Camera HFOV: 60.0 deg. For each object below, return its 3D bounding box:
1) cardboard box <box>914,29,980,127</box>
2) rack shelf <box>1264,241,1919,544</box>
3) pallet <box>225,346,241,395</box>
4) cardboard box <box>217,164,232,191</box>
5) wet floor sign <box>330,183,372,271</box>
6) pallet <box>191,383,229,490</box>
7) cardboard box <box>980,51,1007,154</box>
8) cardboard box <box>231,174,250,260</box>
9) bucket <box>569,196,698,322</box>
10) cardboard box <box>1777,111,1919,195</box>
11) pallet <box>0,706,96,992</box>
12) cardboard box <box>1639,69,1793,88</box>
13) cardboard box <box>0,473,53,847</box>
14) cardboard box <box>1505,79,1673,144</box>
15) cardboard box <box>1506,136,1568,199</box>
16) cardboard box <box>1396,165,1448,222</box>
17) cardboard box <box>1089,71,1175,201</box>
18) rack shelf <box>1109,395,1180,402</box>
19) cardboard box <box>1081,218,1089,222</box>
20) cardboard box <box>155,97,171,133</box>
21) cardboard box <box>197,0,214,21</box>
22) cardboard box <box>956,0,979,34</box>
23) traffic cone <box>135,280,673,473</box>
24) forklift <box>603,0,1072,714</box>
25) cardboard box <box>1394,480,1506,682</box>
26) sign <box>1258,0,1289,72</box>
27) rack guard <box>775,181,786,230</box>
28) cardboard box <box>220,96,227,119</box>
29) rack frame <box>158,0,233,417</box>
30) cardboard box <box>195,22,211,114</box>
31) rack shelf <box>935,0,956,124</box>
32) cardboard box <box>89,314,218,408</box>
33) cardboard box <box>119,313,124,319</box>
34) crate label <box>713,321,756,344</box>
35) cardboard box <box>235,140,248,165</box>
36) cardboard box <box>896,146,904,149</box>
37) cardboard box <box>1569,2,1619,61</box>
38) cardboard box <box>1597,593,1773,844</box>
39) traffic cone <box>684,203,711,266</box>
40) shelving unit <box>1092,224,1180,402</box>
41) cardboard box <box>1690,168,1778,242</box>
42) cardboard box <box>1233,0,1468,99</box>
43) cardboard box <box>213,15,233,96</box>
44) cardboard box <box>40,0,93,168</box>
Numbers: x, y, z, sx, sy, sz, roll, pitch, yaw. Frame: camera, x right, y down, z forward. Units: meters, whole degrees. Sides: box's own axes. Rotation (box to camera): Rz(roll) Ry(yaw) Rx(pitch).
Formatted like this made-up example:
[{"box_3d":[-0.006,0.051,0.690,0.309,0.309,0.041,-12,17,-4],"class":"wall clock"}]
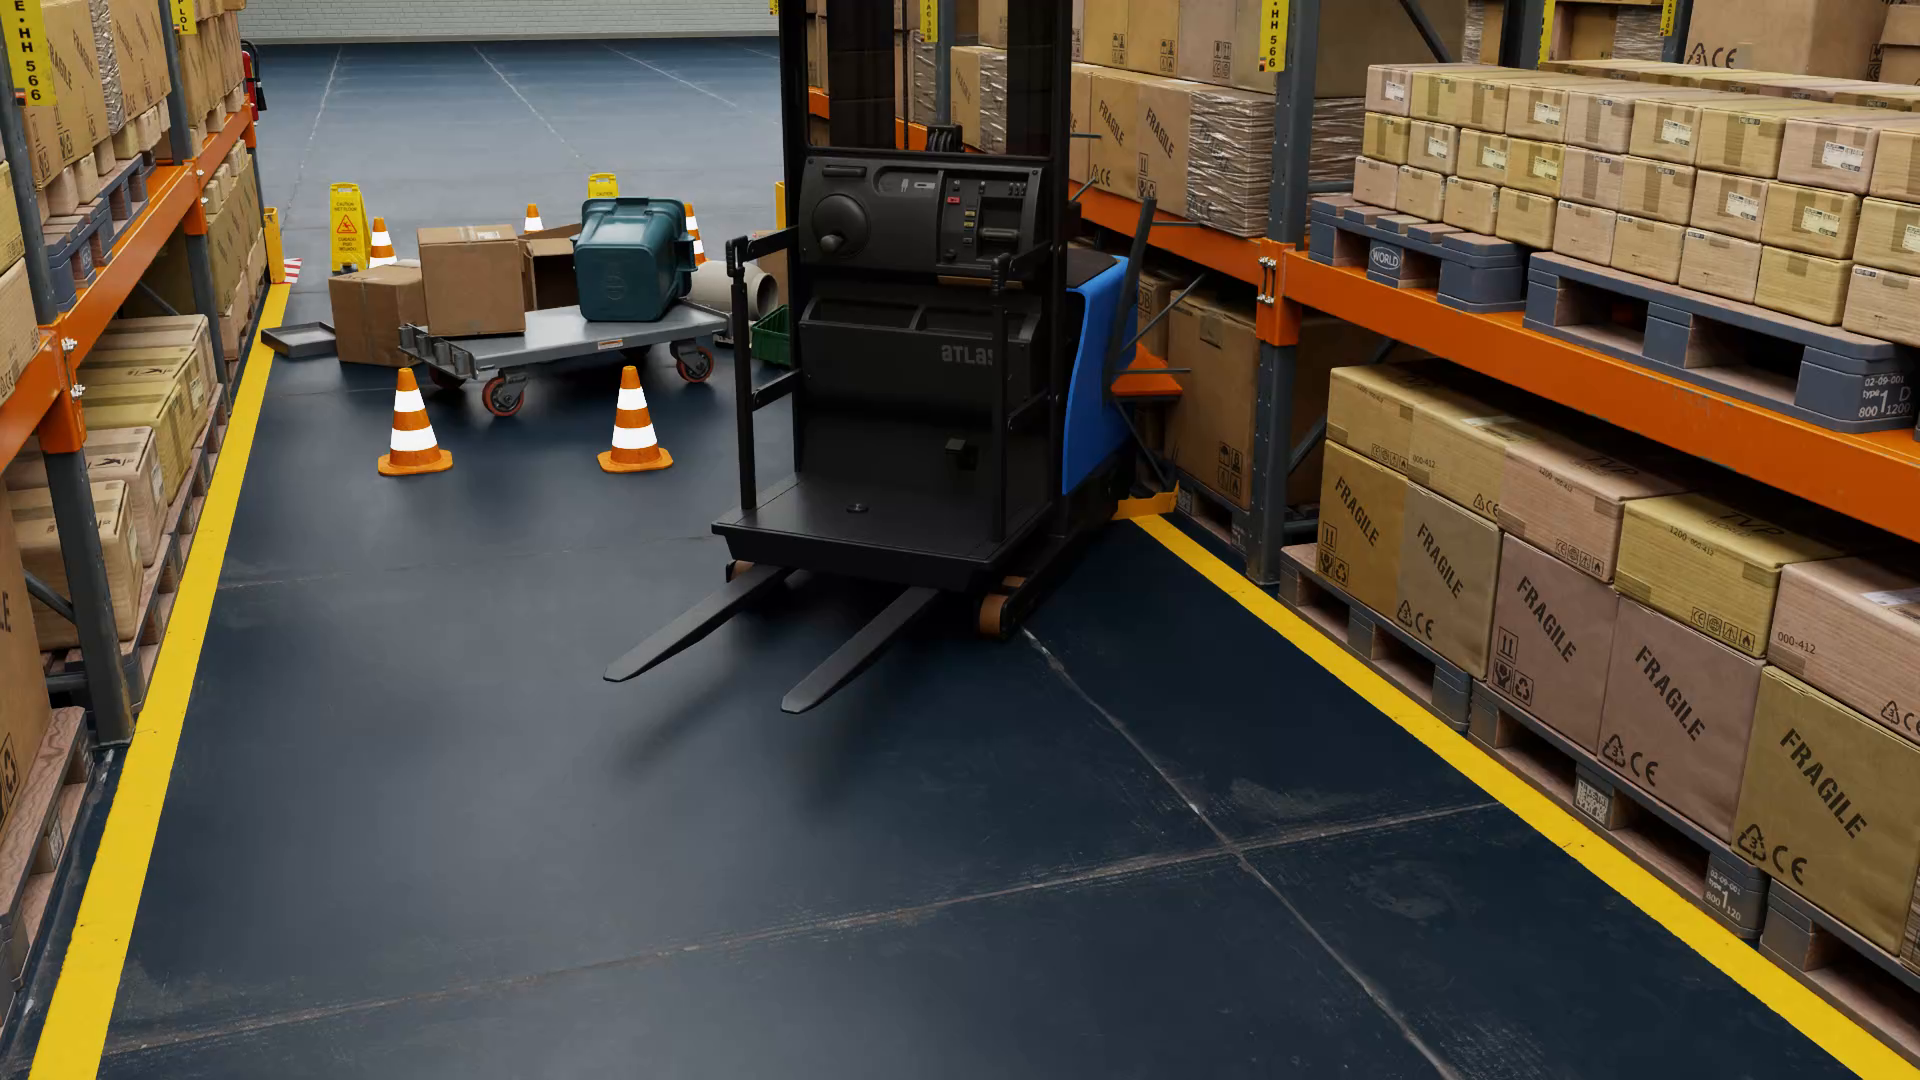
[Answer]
[{"box_3d":[0.225,-2.770,9.970,0.875,0.550,0.550,-6,21,-17],"class":"cardboard box"},{"box_3d":[2.238,-0.318,4.430,1.077,0.370,4.000,-6,21,-17],"class":"rack shelf"},{"box_3d":[-4.560,-0.924,9.175,1.003,0.211,1.213,-6,21,-17],"class":"pallet"},{"box_3d":[-4.477,-2.101,9.707,0.380,0.149,0.250,-5,20,-14],"class":"cardboard box"},{"box_3d":[-4.616,-2.374,12.572,0.267,0.644,0.232,1,20,2],"class":"wet floor sign"},{"box_3d":[-4.069,-0.462,7.891,1.003,0.211,1.213,-6,21,-17],"class":"pallet"},{"box_3d":[0.422,-2.270,8.652,0.500,0.500,0.500,-6,21,-17],"class":"cardboard box"},{"box_3d":[-4.754,-2.005,10.398,0.500,0.500,0.500,-7,21,-18],"class":"cardboard box"},{"box_3d":[-1.879,-1.556,9.405,0.726,0.611,0.620,1,30,2],"class":"bucket"},{"box_3d":[2.147,-0.901,3.858,0.380,0.149,0.250,-7,21,-20],"class":"cardboard box"},{"box_3d":[-2.881,0.833,4.285,1.003,0.211,1.213,-6,21,-17],"class":"pallet"},{"box_3d":[2.358,-1.385,5.205,0.380,0.149,0.250,-6,21,-16],"class":"cardboard box"},{"box_3d":[-2.919,0.292,4.187,0.875,0.875,0.875,-7,21,-18],"class":"cardboard box"},{"box_3d":[1.814,-1.239,4.799,0.380,0.149,0.250,-7,21,-19],"class":"cardboard box"},{"box_3d":[1.825,-1.089,4.821,0.380,0.149,0.250,-6,21,-17],"class":"cardboard box"},{"box_3d":[1.643,-1.127,5.367,0.380,0.149,0.250,-5,20,-15],"class":"cardboard box"},{"box_3d":[0.901,-1.783,7.294,0.500,0.500,0.500,-7,21,-18],"class":"cardboard box"},{"box_3d":[0.580,-0.838,7.308,0.416,0.036,0.922,-4,34,-25],"class":"rack shelf"},{"box_3d":[0.633,-1.532,9.450,1.050,0.750,0.750,-6,21,-17],"class":"cardboard box"},{"box_3d":[-3.891,-1.968,7.708,0.380,0.149,0.250,-6,21,-16],"class":"cardboard box"},{"box_3d":[-4.387,-3.012,8.798,0.700,0.500,0.500,-6,21,-17],"class":"cardboard box"},{"box_3d":[0.269,-3.283,9.801,0.875,0.550,0.550,-6,21,-17],"class":"cardboard box"},{"box_3d":[-3.060,-1.777,7.710,3.046,2.808,1.723,-6,21,-17],"class":"traffic cone"},{"box_3d":[-0.529,-1.350,6.338,2.033,2.935,3.733,8,21,20],"class":"forklift"},{"box_3d":[1.751,0.095,5.291,0.500,0.500,0.500,-6,21,-17],"class":"cardboard box"},{"box_3d":[1.084,-1.784,5.732,0.100,0.325,0.005,-6,21,-17],"class":"sign"},{"box_3d":[-0.912,-2.697,13.687,1.175,0.500,0.348,-6,21,-17],"class":"rack guard"},{"box_3d":[-4.783,-2.689,10.338,0.380,0.149,0.250,-7,21,-18],"class":"cardboard box"},{"box_3d":[-4.315,-2.024,8.114,1.000,3.000,0.127,-6,21,-17],"class":"rack frame"},{"box_3d":[-4.368,-2.541,8.964,0.500,0.500,0.500,-6,21,-17],"class":"cardboard box"},{"box_3d":[8.062,-2.726,10.068,15.905,3.000,4.168,-6,21,-17],"class":"rack shelf"},{"box_3d":[-4.148,-0.817,8.020,0.950,0.372,0.625,-6,21,-17],"class":"cardboard box"},{"box_3d":[-4.756,-1.089,8.957,0.500,0.250,0.500,-5,20,-15],"class":"cardboard box"},{"box_3d":[-1.379,-1.280,10.276,0.250,0.136,0.298,12,23,30],"class":"crate label"},{"box_3d":[-4.894,-2.529,10.899,0.380,0.149,0.250,-6,21,-16],"class":"cardboard box"},{"box_3d":[-0.066,-2.278,11.344,0.875,0.875,0.875,-6,21,-17],"class":"cardboard box"},{"box_3d":[4.886,-3.579,11.856,0.875,0.500,0.500,-6,21,-17],"class":"cardboard box"},{"box_3d":[2.077,0.423,4.378,0.500,0.500,0.500,-7,21,-18],"class":"cardboard box"},{"box_3d":[-2.086,-2.351,12.777,0.336,0.463,0.334,-6,21,-17],"class":"traffic cone"},{"box_3d":[0.594,-0.977,7.260,0.500,1.500,0.985,-4,34,-25],"class":"shelving unit"},{"box_3d":[2.066,-0.842,4.135,0.380,0.149,0.250,-6,21,-15],"class":"cardboard box"},{"box_3d":[1.478,-1.962,6.313,0.700,0.500,0.500,-7,21,-17],"class":"cardboard box"},{"box_3d":[-4.833,-3.028,10.321,0.500,0.500,0.500,-6,21,-17],"class":"cardboard box"},{"box_3d":[-3.150,-1.461,5.337,0.500,0.500,0.500,-5,20,-14],"class":"cardboard box"}]
